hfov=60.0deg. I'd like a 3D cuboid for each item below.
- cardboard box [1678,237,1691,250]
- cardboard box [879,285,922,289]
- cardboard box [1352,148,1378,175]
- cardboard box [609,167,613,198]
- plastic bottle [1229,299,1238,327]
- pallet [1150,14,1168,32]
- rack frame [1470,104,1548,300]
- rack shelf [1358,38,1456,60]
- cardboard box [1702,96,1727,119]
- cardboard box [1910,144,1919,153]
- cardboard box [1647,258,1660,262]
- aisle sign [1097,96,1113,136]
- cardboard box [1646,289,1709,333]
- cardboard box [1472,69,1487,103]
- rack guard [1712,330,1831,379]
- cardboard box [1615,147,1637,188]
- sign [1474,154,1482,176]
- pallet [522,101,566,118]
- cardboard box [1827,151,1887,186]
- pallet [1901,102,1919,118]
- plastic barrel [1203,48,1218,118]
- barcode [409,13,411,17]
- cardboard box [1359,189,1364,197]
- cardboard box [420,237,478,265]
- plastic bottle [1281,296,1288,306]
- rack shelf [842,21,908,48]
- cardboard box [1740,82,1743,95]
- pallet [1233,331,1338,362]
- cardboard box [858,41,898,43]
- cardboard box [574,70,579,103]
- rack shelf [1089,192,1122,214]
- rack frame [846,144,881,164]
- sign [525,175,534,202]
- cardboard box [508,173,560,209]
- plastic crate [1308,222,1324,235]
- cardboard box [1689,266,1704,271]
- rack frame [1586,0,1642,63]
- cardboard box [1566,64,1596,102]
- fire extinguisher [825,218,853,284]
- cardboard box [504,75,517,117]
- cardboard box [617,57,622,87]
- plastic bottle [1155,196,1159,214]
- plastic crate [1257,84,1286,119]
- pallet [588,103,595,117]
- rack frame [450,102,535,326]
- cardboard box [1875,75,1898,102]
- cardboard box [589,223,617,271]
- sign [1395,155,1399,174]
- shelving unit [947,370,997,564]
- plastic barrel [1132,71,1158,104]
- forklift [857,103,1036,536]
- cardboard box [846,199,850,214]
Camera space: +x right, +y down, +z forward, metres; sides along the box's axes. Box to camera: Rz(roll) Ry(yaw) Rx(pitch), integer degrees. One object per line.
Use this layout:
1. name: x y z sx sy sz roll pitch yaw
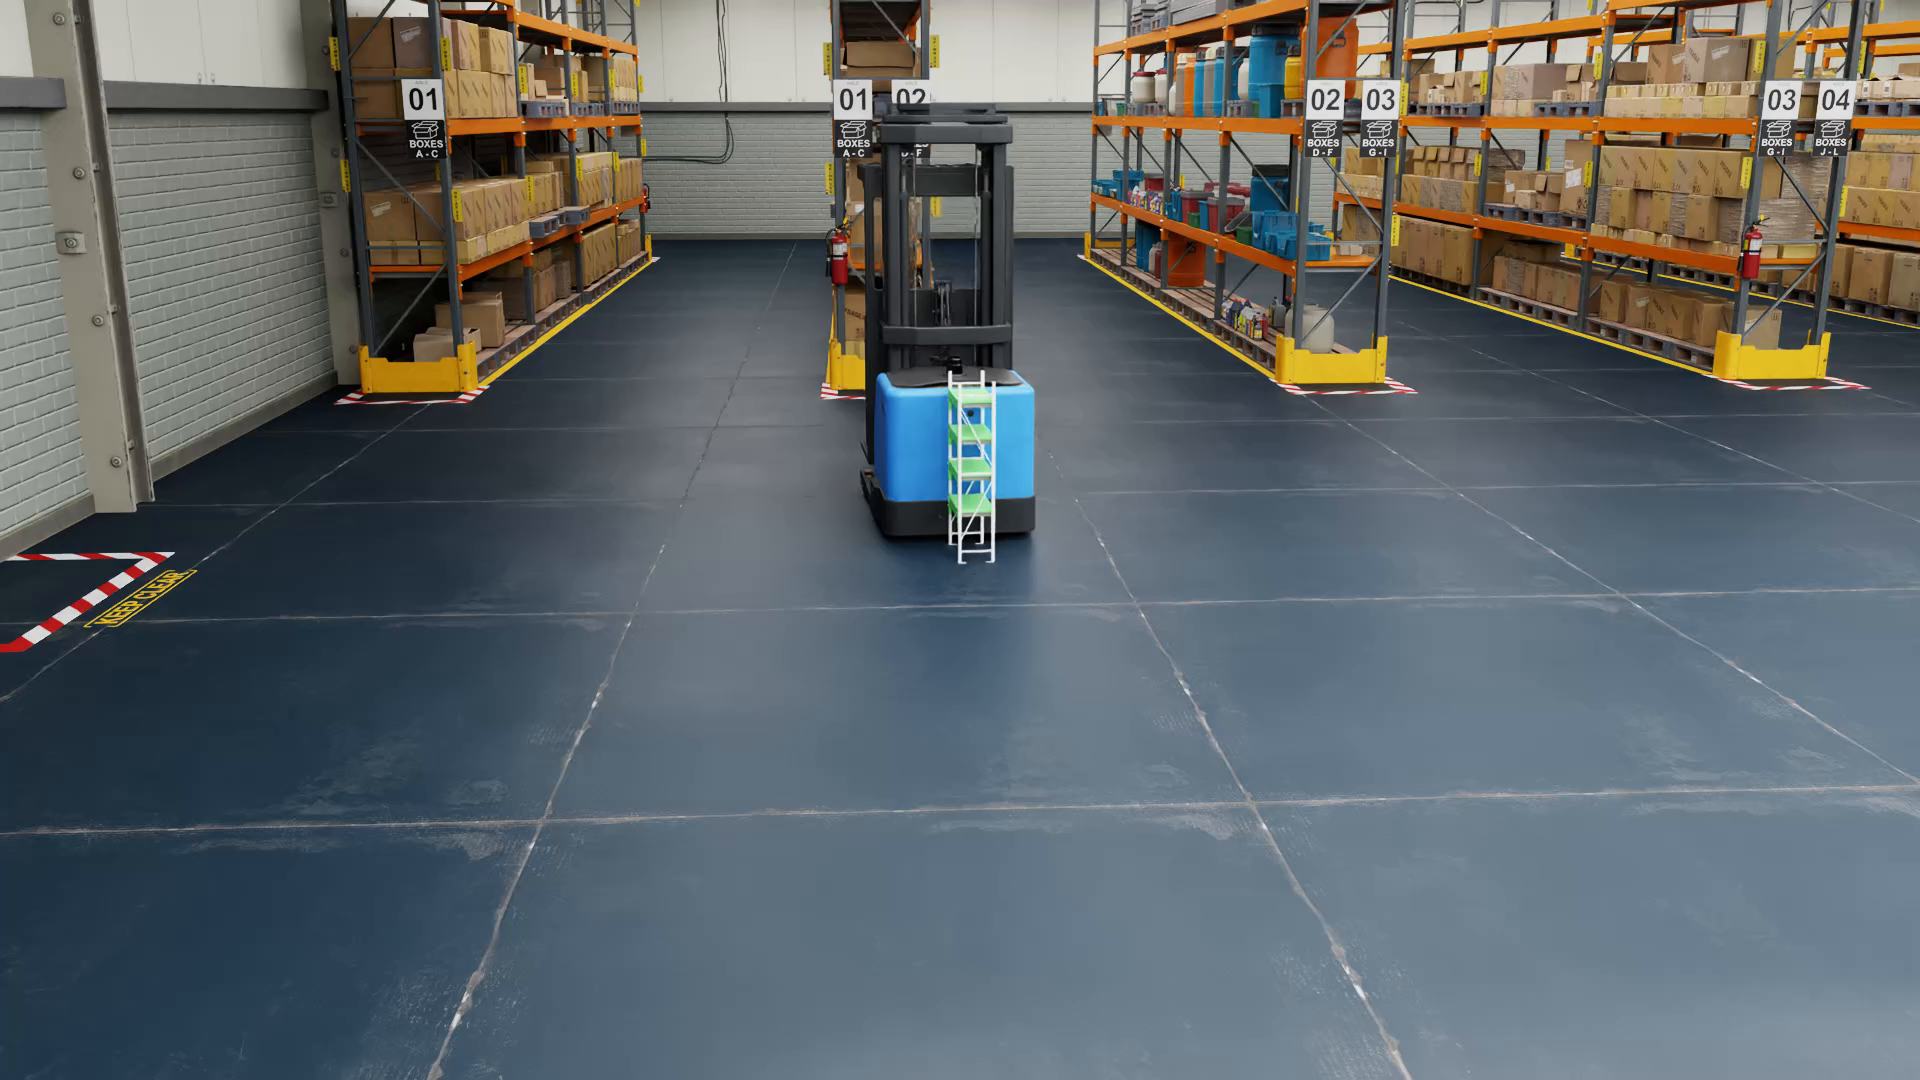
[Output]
1. cardboard box: 8.754 -3.524 19.708 0.380 0.149 0.250 -1 14 -3
2. cardboard box: -0.660 -2.612 18.827 0.500 0.500 0.500 -1 14 -3
3. cardboard box: 7.910 -7.305 32.096 0.500 0.500 0.500 -1 14 -5
4. cardboard box: -6.223 -6.114 28.431 0.500 0.500 0.500 -1 14 -4
5. plastic bottle: 3.517 -2.909 21.245 0.144 0.351 0.185 0 14 -2
6. pallet: 3.619 -7.981 25.667 1.213 0.211 1.003 -1 14 -3
7. rack frame: 8.576 -5.257 25.939 1.000 3.000 0.127 -1 14 -3
8. rack shelf: 8.205 -9.113 31.130 1.077 0.370 4.000 -1 14 -3
9. cardboard box: 8.755 -4.888 18.784 0.500 0.250 0.500 -1 14 -3
10. cardboard box: 17.915 -7.051 30.702 0.500 0.500 0.500 -1 14 -4
11. cardboard box: 12.921 -5.218 30.667 0.380 0.149 0.250 -1 14 -3
12. aisle sign: 2.836 -8.443 33.102 0.394 0.787 0.004 -1 14 -3
13. cardboard box: 8.969 -2.859 20.794 0.500 0.500 0.500 -2 15 -8
14. cardboard box: 8.467 -7.114 26.085 0.797 0.503 0.637 0 14 0
15. rack guard: 9.067 -2.076 18.591 1.175 0.500 0.348 -1 14 -3
16. cardboard box: 8.631 -4.699 20.965 0.500 0.500 0.500 -1 14 -3
17. sign: 8.023 -5.808 25.758 0.100 0.325 0.005 -1 14 -3
18. pallet: -6.007 -5.808 22.436 1.213 0.211 1.003 -1 14 -3
19. cardboard box: 13.584 -5.604 25.078 0.700 0.500 0.500 -1 14 -4
20. pallet: 13.675 -5.901 22.806 0.805 0.209 1.217 -1 15 -6
21. plastic barrel: 3.592 -6.167 22.450 0.600 0.901 0.600 0 14 0
22. barcode: -6.350 -6.053 19.201 0.001 0.075 0.075 -1 14 -3
23. cardboard box: 7.870 -6.649 31.853 0.380 0.149 0.250 -1 14 -5
24. cardboard box: -5.473 -3.101 17.821 0.500 0.250 0.500 -1 14 -5
25. plastic bottle: 4.208 -2.960 21.445 0.144 0.351 0.185 -1 14 -5
26. rack shelf: -1.187 -6.971 22.807 1.077 0.370 4.000 -1 14 -3
27. cardboard box: 8.844 -4.971 18.310 0.380 0.149 0.250 -1 14 -5
28. pallet: 3.959 -2.364 20.289 1.003 0.211 1.213 -1 14 -3
29. cardboard box: -1.062 -6.211 21.579 0.500 0.500 0.500 -1 14 -3
30. cardboard box: -6.492 -7.253 26.593 0.700 0.500 0.500 -1 14 -3
31. rack shelf: 3.261 -6.324 31.531 1.077 0.370 4.000 -1 14 -3
32. rack frame: -1.559 -6.100 29.214 1.000 3.000 0.127 -1 14 -3
33. sign: -5.466 -4.462 21.113 0.100 0.325 0.005 -1 14 -3
34. cardboard box: -6.154 -5.034 23.988 0.700 0.500 0.500 -2 15 -9
35. plastic crate: 4.220 -3.843 20.740 0.499 0.251 0.616 -1 14 -3
36. cardboard box: 13.101 -4.977 29.023 0.500 0.500 0.500 0 14 -1
37. rack frame: 13.037 -10.204 33.124 1.000 3.000 0.127 -1 14 -3
38. cardboard box: 8.835 -6.321 23.004 0.797 0.503 0.637 0 14 -1
39. fire extinguisher: -1.272 -3.041 17.483 0.296 0.674 0.183 -1 14 -3
40. cardboard box: -5.729 -5.421 20.316 0.500 0.500 0.500 0 14 -2
41. cardboard box: -6.305 -8.327 29.603 0.500 0.500 0.500 -1 14 -5
42. plastic bottle: 3.167 -5.347 26.547 0.097 0.271 0.097 0 14 0
43. plastic crate: 3.710 -5.106 19.362 0.392 0.384 0.575 -1 14 -3
44. pallet: -6.420 -6.826 26.397 1.003 0.211 1.213 0 14 -1
45. rack frame: -6.007 -4.033 21.181 1.000 3.000 0.127 -1 14 -3
46. cardboard box: 17.947 -8.649 31.858 0.500 0.500 0.500 -1 14 -2
47. cardboard box: -6.333 -5.025 28.509 0.750 0.750 0.750 -1 14 -3
48. sign: 7.775 -6.701 29.653 0.100 0.325 0.005 -1 14 -3
49. shelving unit: 0.075 -0.487 11.013 0.258 1.200 0.503 -2 15 -7
50. plastic barrel: 3.167 -7.763 28.541 0.433 0.535 0.433 0 14 0
51. forklift: -0.186 -1.765 12.502 1.130 2.935 3.031 -2 15 -7
52. cardboard box: -1.047 -3.635 18.133 0.380 0.149 0.250 -1 14 -2
